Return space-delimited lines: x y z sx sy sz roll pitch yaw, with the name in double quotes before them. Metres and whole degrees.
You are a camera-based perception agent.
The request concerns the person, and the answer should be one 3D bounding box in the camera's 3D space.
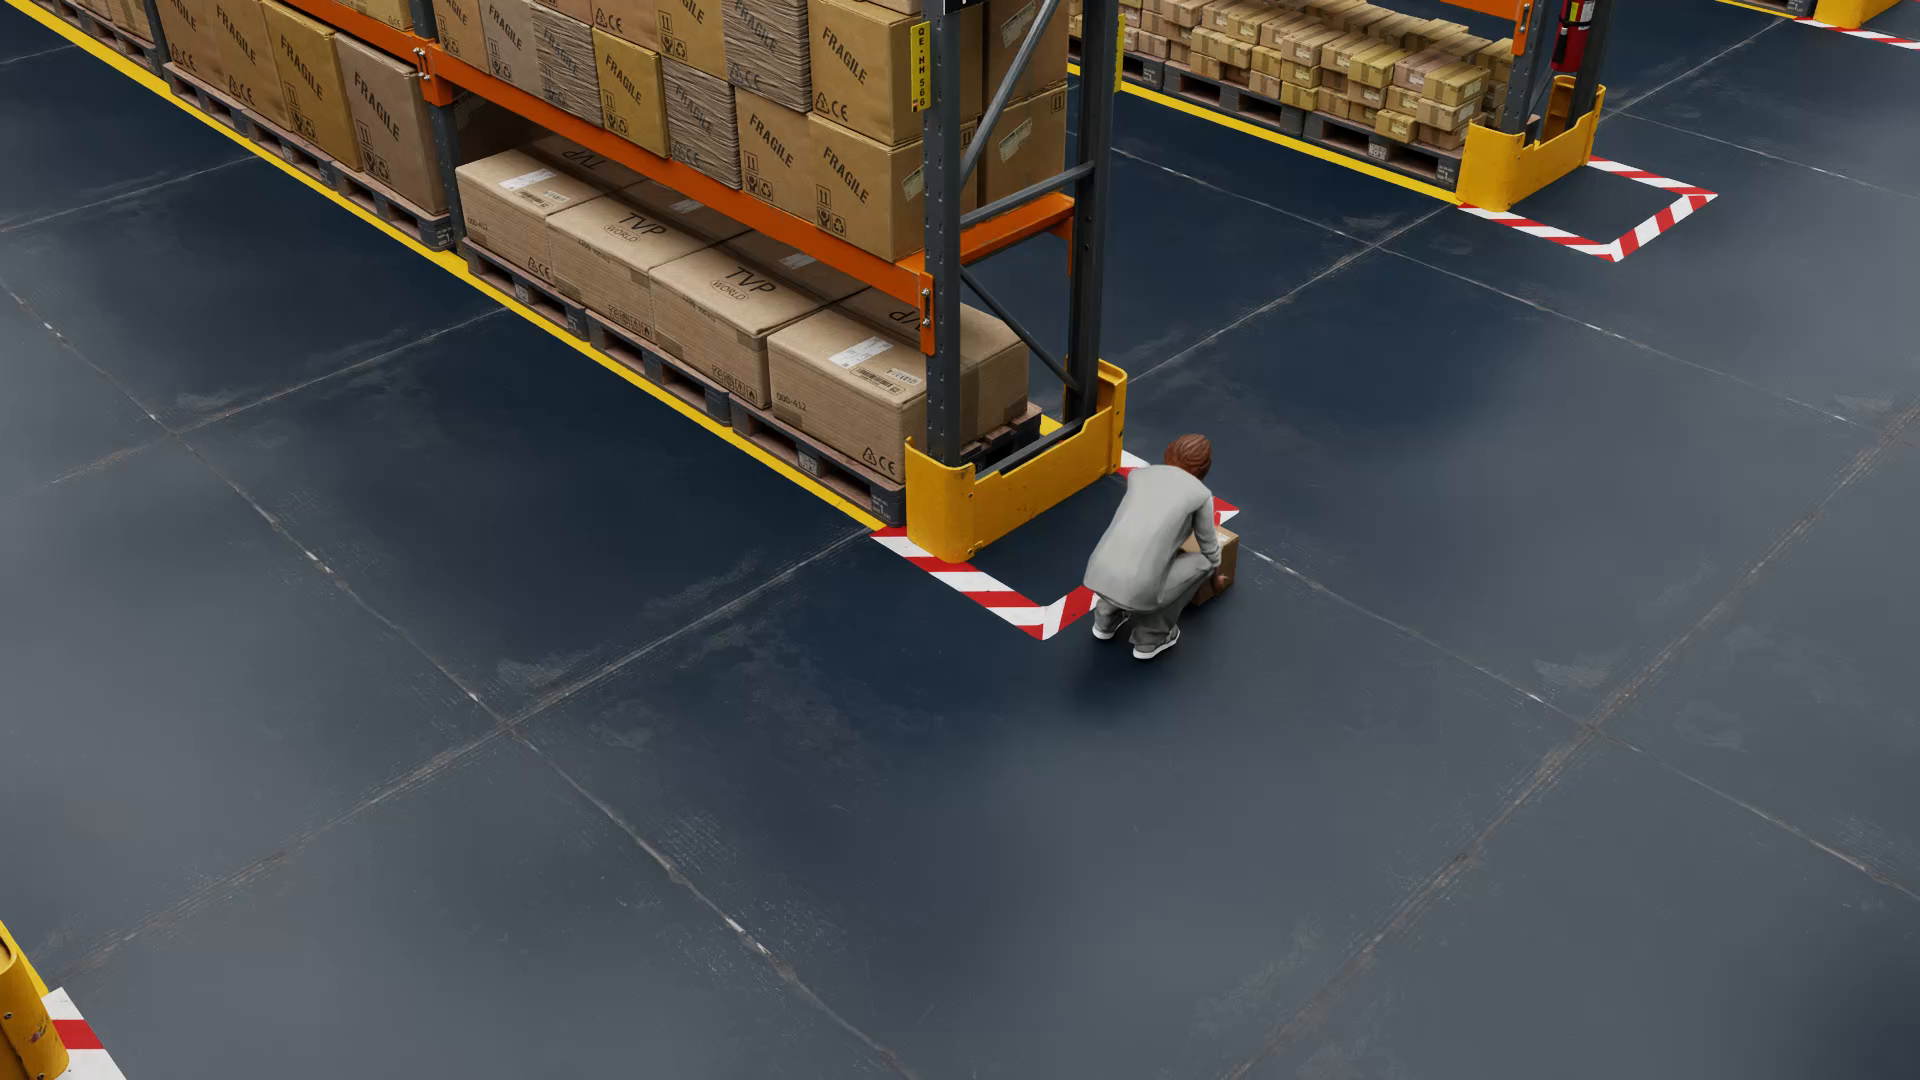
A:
"person" 0.809 0.041 6.837 0.435 0.768 0.815 25 43 30
